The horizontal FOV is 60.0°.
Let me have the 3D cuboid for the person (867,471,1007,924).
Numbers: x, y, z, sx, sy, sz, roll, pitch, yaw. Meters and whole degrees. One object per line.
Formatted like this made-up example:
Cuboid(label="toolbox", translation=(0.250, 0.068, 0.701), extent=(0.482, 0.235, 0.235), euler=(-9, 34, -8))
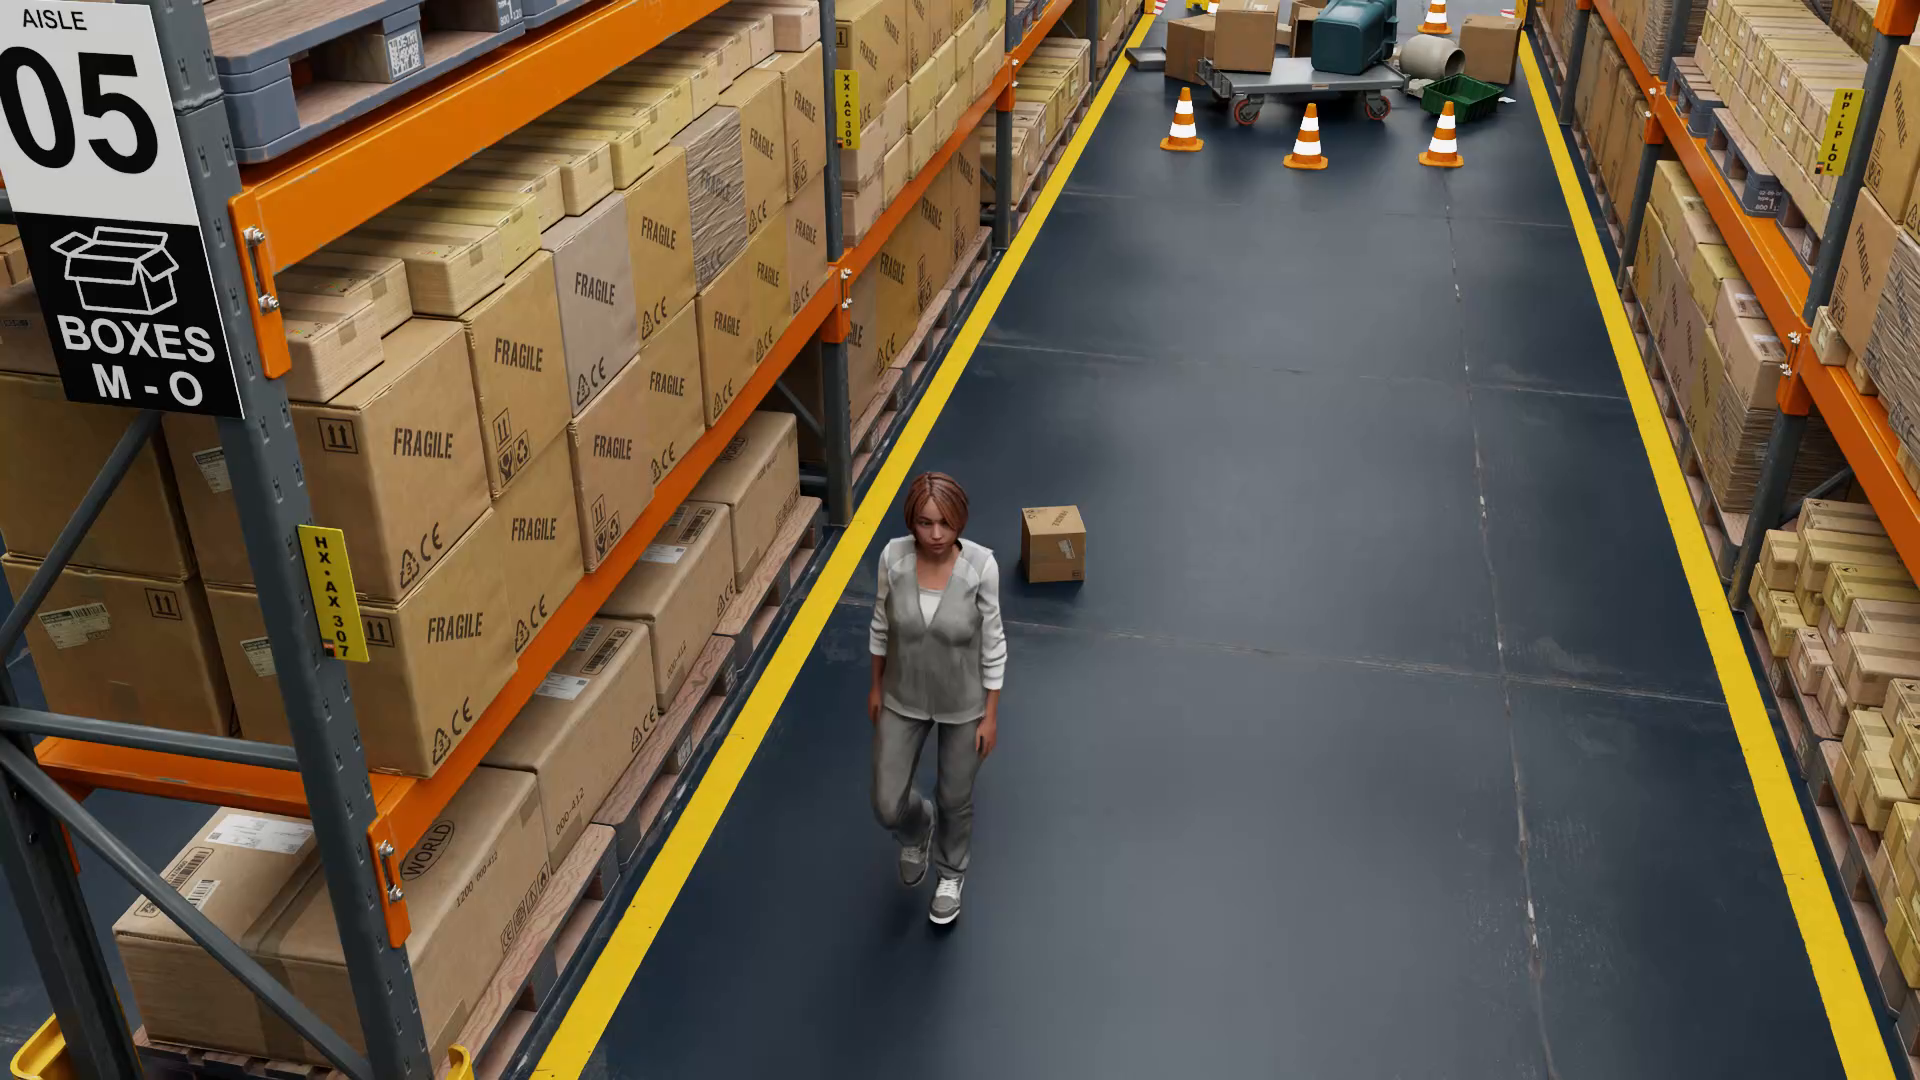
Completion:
Cuboid(label="person", translation=(-0.080, 0.522, 5.155), extent=(0.449, 1.576, 0.422), euler=(3, 29, 6))
